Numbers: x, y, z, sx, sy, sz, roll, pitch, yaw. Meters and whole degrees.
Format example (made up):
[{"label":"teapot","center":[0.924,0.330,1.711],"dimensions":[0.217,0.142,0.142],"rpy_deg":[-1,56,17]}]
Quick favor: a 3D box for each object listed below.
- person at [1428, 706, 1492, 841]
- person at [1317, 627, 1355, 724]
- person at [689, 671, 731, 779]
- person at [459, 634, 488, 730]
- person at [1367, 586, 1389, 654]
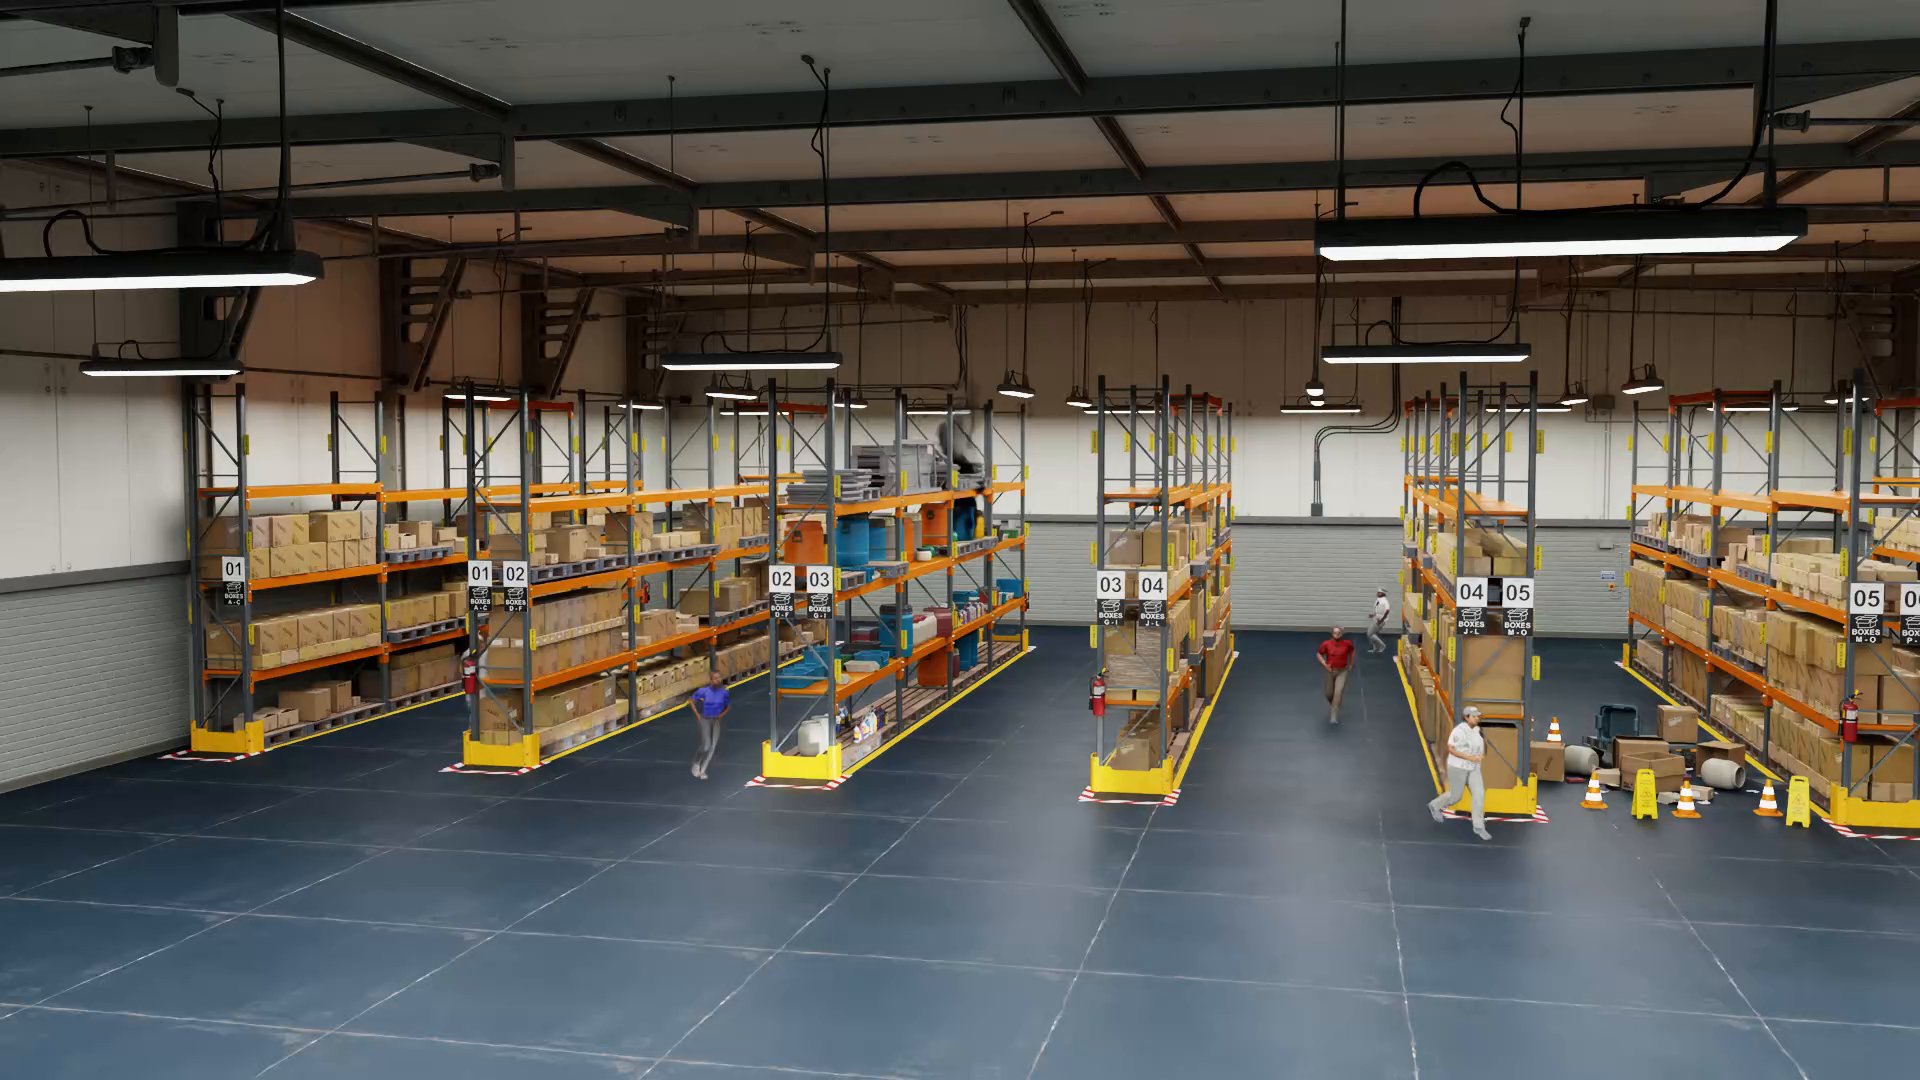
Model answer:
[{"label":"person","center":[6.472,2.956,21.417],"dimensions":[0.628,1.671,0.974],"rpy_deg":[-2,4,-35]},{"label":"person","center":[6.843,2.432,30.270],"dimensions":[0.686,1.723,0.925],"rpy_deg":[1,3,11]},{"label":"person","center":[-3.719,2.778,24.941],"dimensions":[0.583,1.602,0.542],"rpy_deg":[-2,4,-29]},{"label":"person","center":[-8.334,2.500,28.695],"dimensions":[0.631,1.772,1.091],"rpy_deg":[1,3,11]},{"label":"person","center":[9.990,1.920,39.783],"dimensions":[0.491,1.641,0.597],"rpy_deg":[1,3,10]}]
